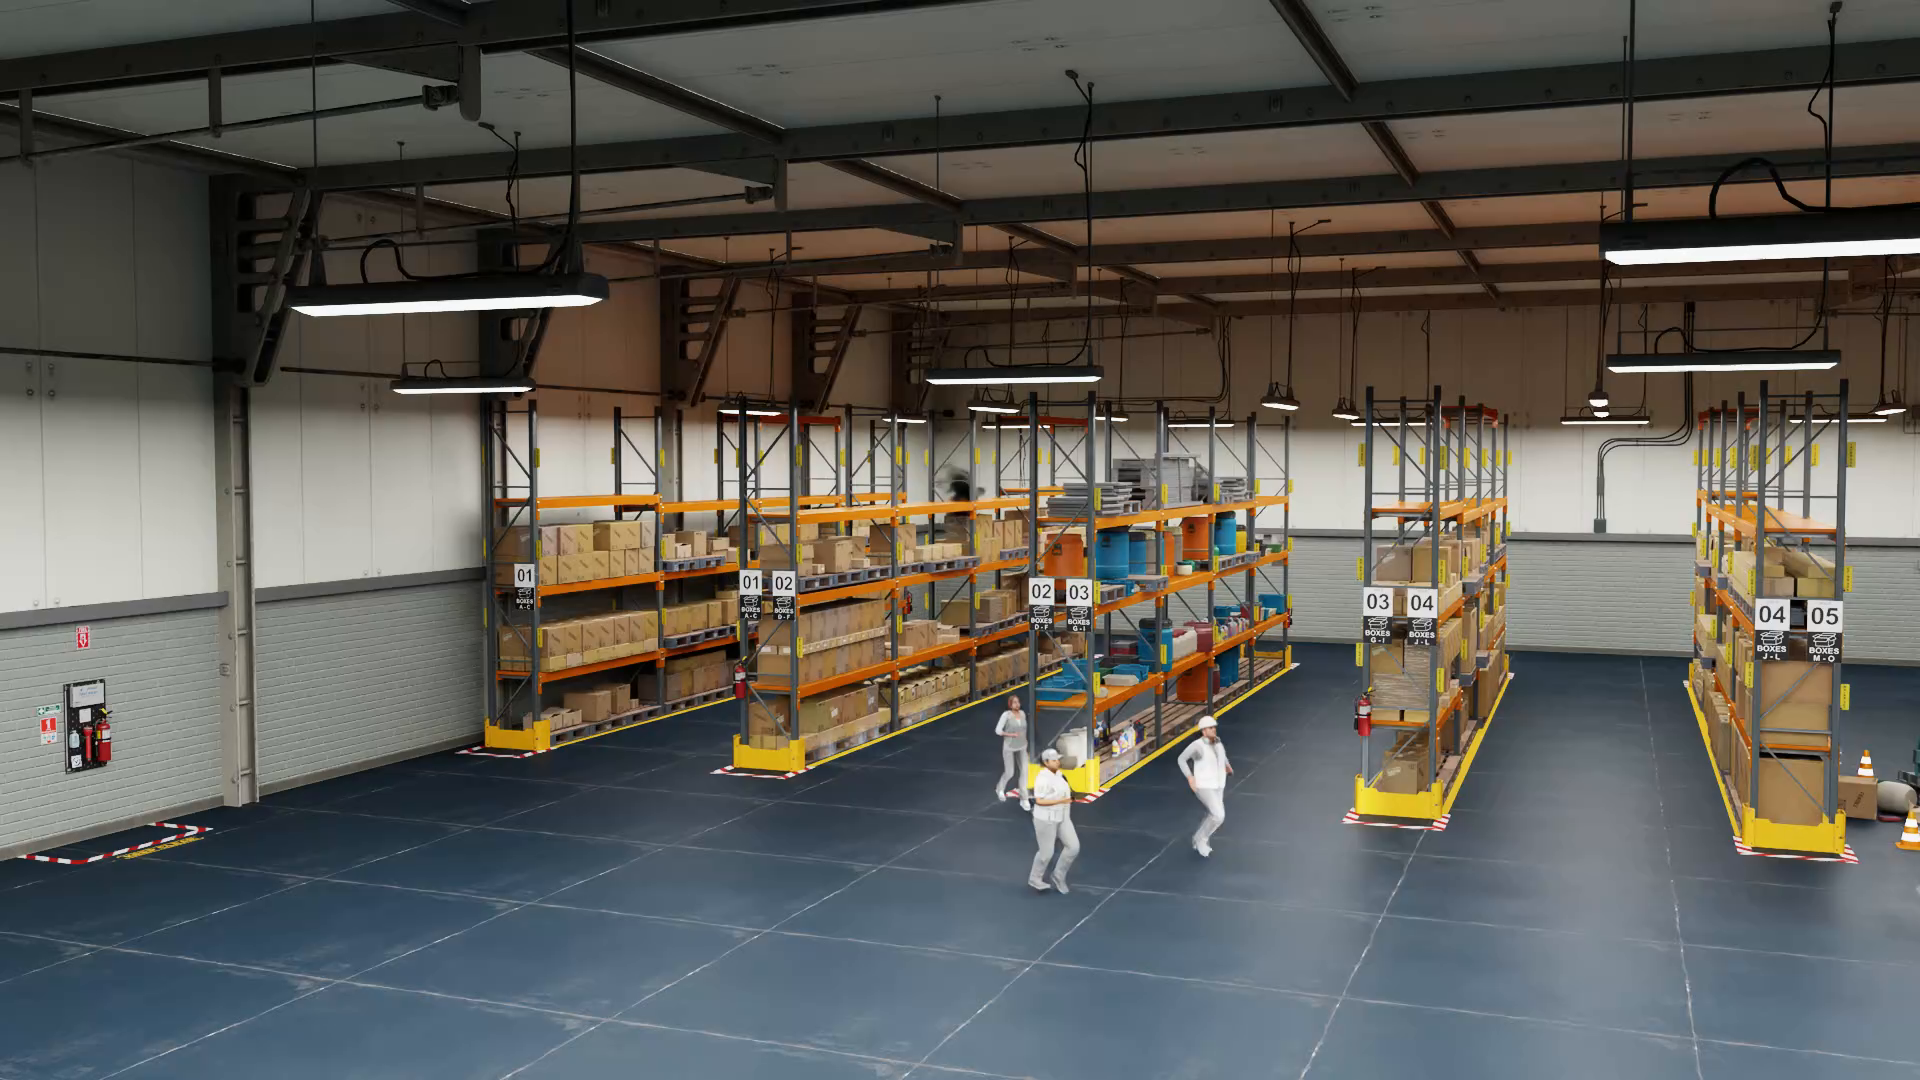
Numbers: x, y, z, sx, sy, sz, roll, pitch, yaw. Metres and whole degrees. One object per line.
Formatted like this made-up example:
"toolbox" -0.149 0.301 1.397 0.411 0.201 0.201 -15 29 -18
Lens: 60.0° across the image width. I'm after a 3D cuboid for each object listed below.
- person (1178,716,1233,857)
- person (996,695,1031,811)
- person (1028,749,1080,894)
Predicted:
"person" 3.141 3.089 20.829 0.639 1.750 0.672 -2 4 -40
"person" 0.761 3.017 23.787 0.544 1.609 0.780 -1 3 -23
"person" 1.083 3.241 19.079 0.661 1.695 0.586 3 4 44
